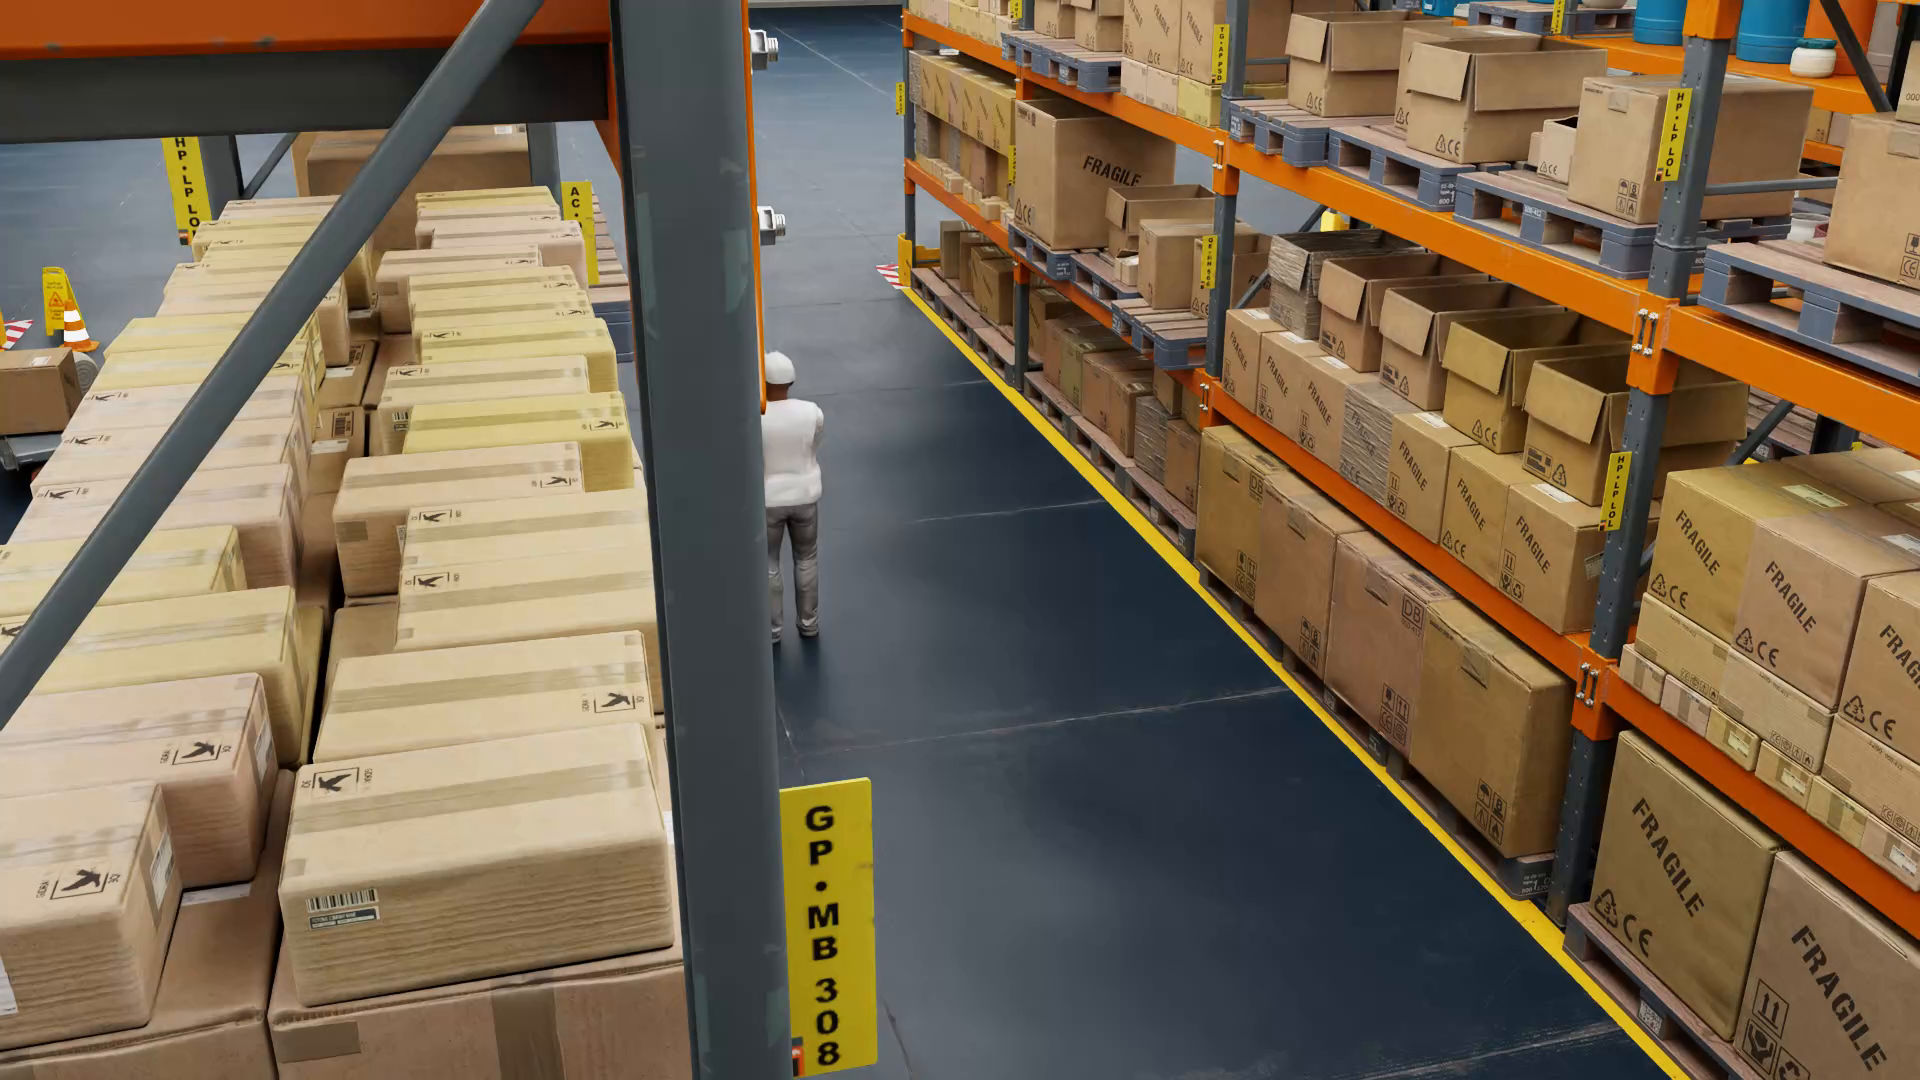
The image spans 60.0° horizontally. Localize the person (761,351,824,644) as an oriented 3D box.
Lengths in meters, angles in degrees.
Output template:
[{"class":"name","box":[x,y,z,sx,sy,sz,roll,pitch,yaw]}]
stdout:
[{"class":"person","box":[-1.055,-0.277,9.724,0.505,1.763,0.557,-6,24,-15]}]
